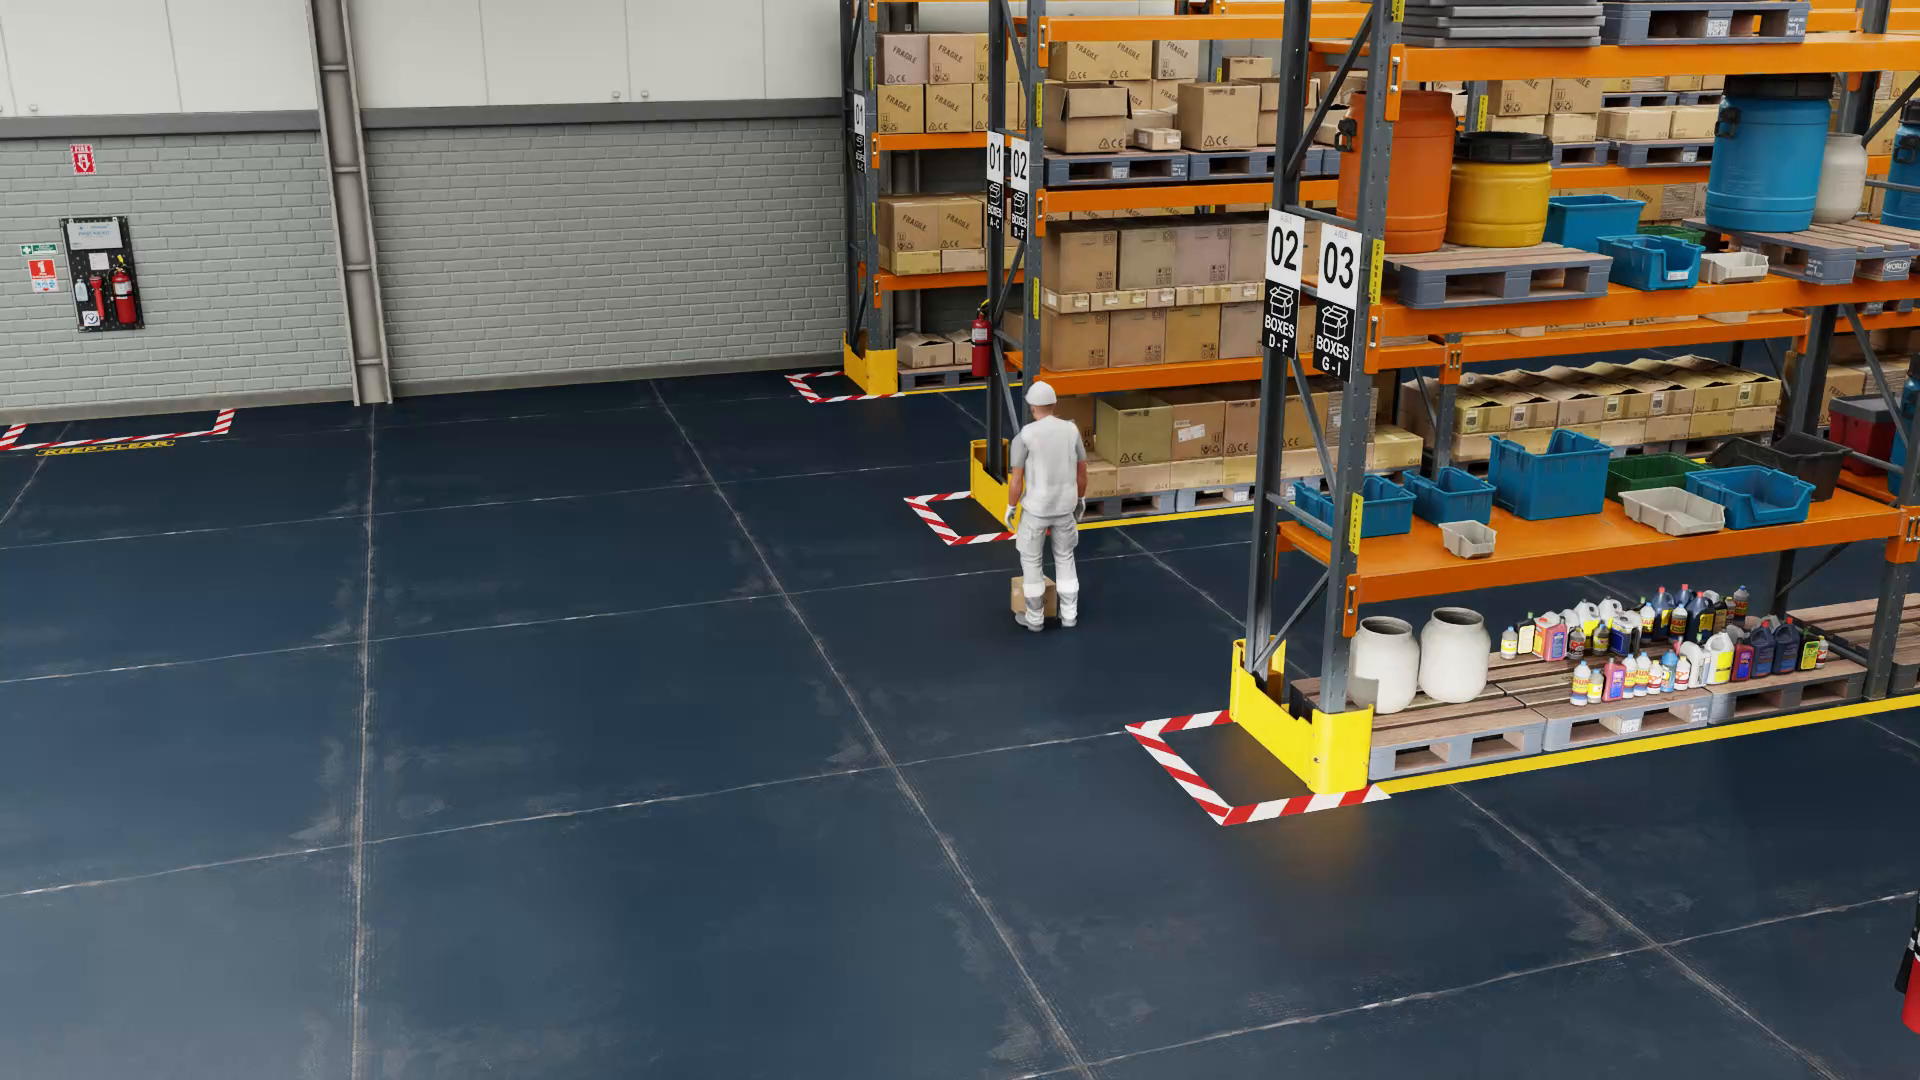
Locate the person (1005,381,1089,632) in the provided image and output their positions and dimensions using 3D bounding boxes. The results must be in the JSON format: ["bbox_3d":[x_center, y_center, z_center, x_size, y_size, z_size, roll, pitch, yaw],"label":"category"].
[{"bbox_3d":[0.615,-0.235,11.722,0.609,1.780,0.448,-6,20,-17],"label":"person"}]
